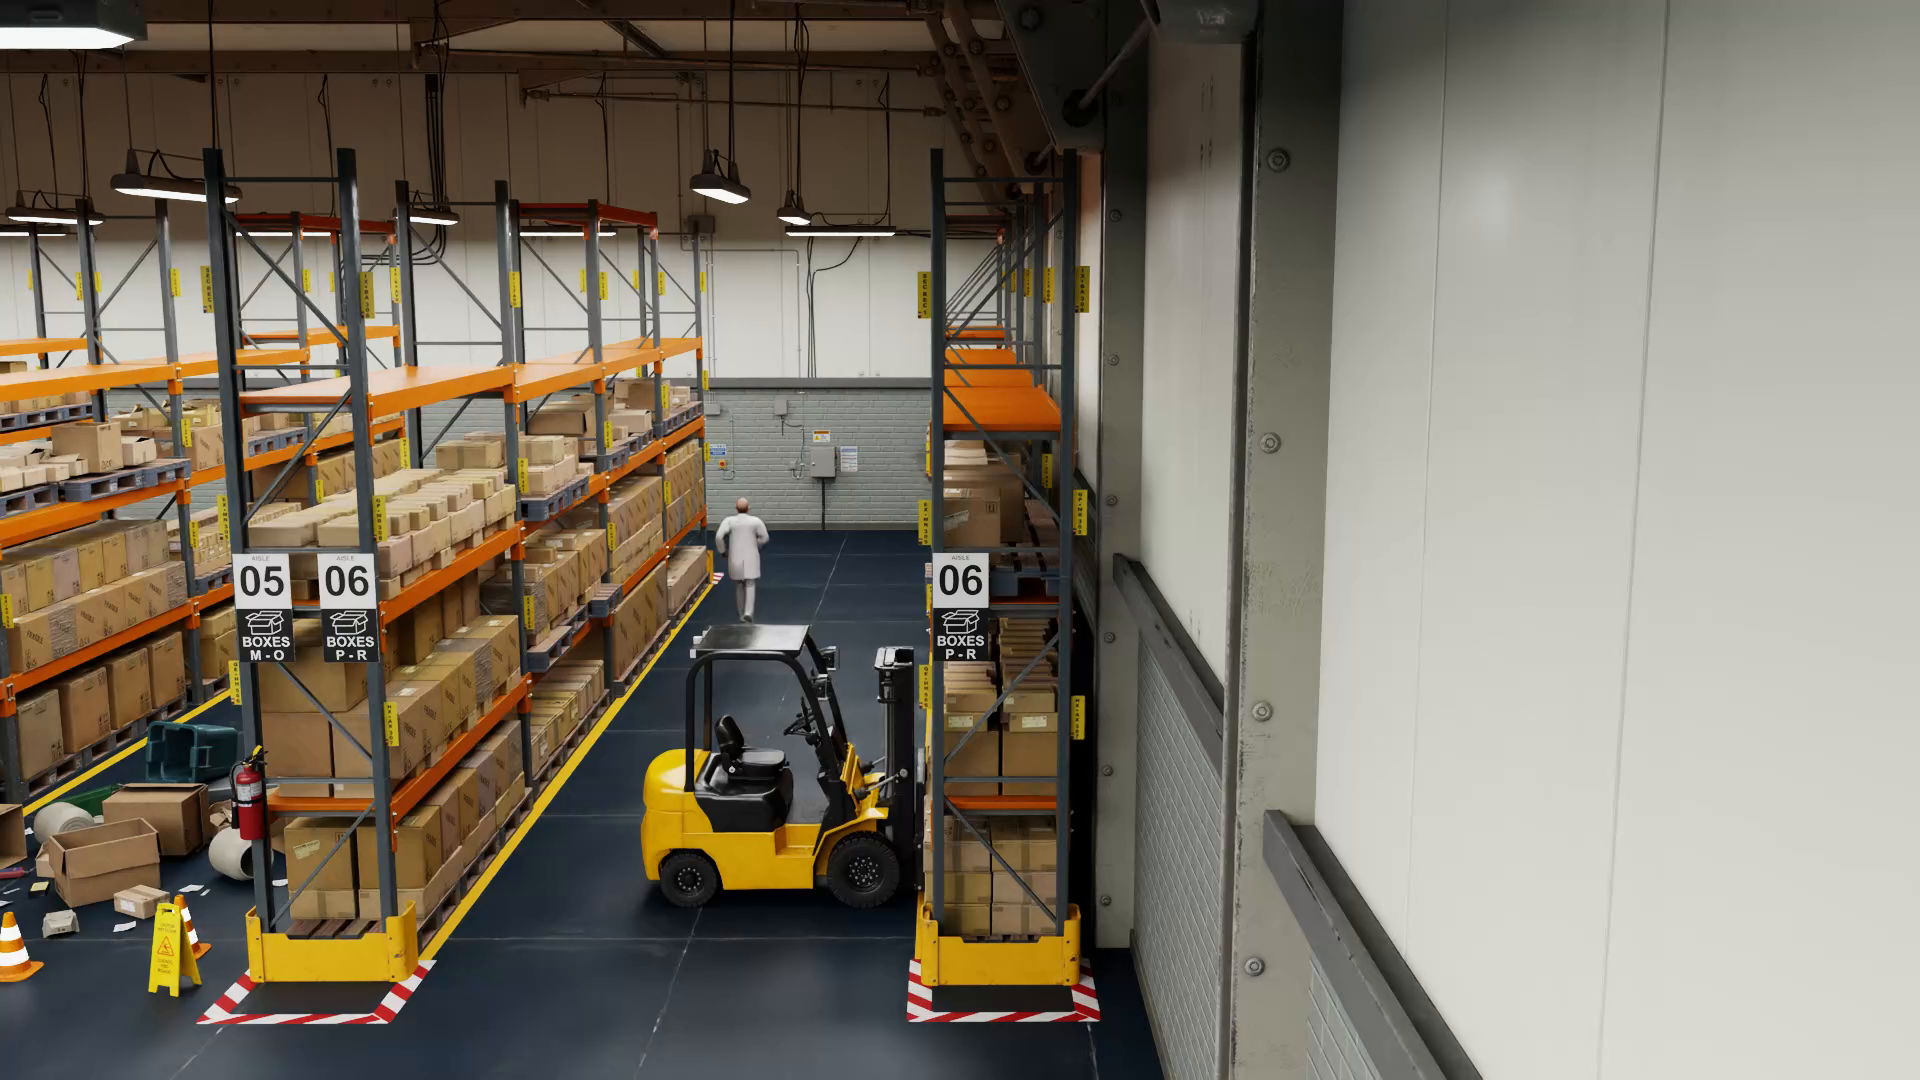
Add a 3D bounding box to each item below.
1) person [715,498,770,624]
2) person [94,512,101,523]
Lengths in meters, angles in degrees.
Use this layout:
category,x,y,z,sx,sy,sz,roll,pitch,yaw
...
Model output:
category,x,y,z,sx,sy,sz,roll,pitch,yaw
person,-3.008,0.321,23.095,0.736,1.813,0.842,-1,9,-3
person,-12.888,0.291,25.184,0.674,1.721,0.569,0,9,0
